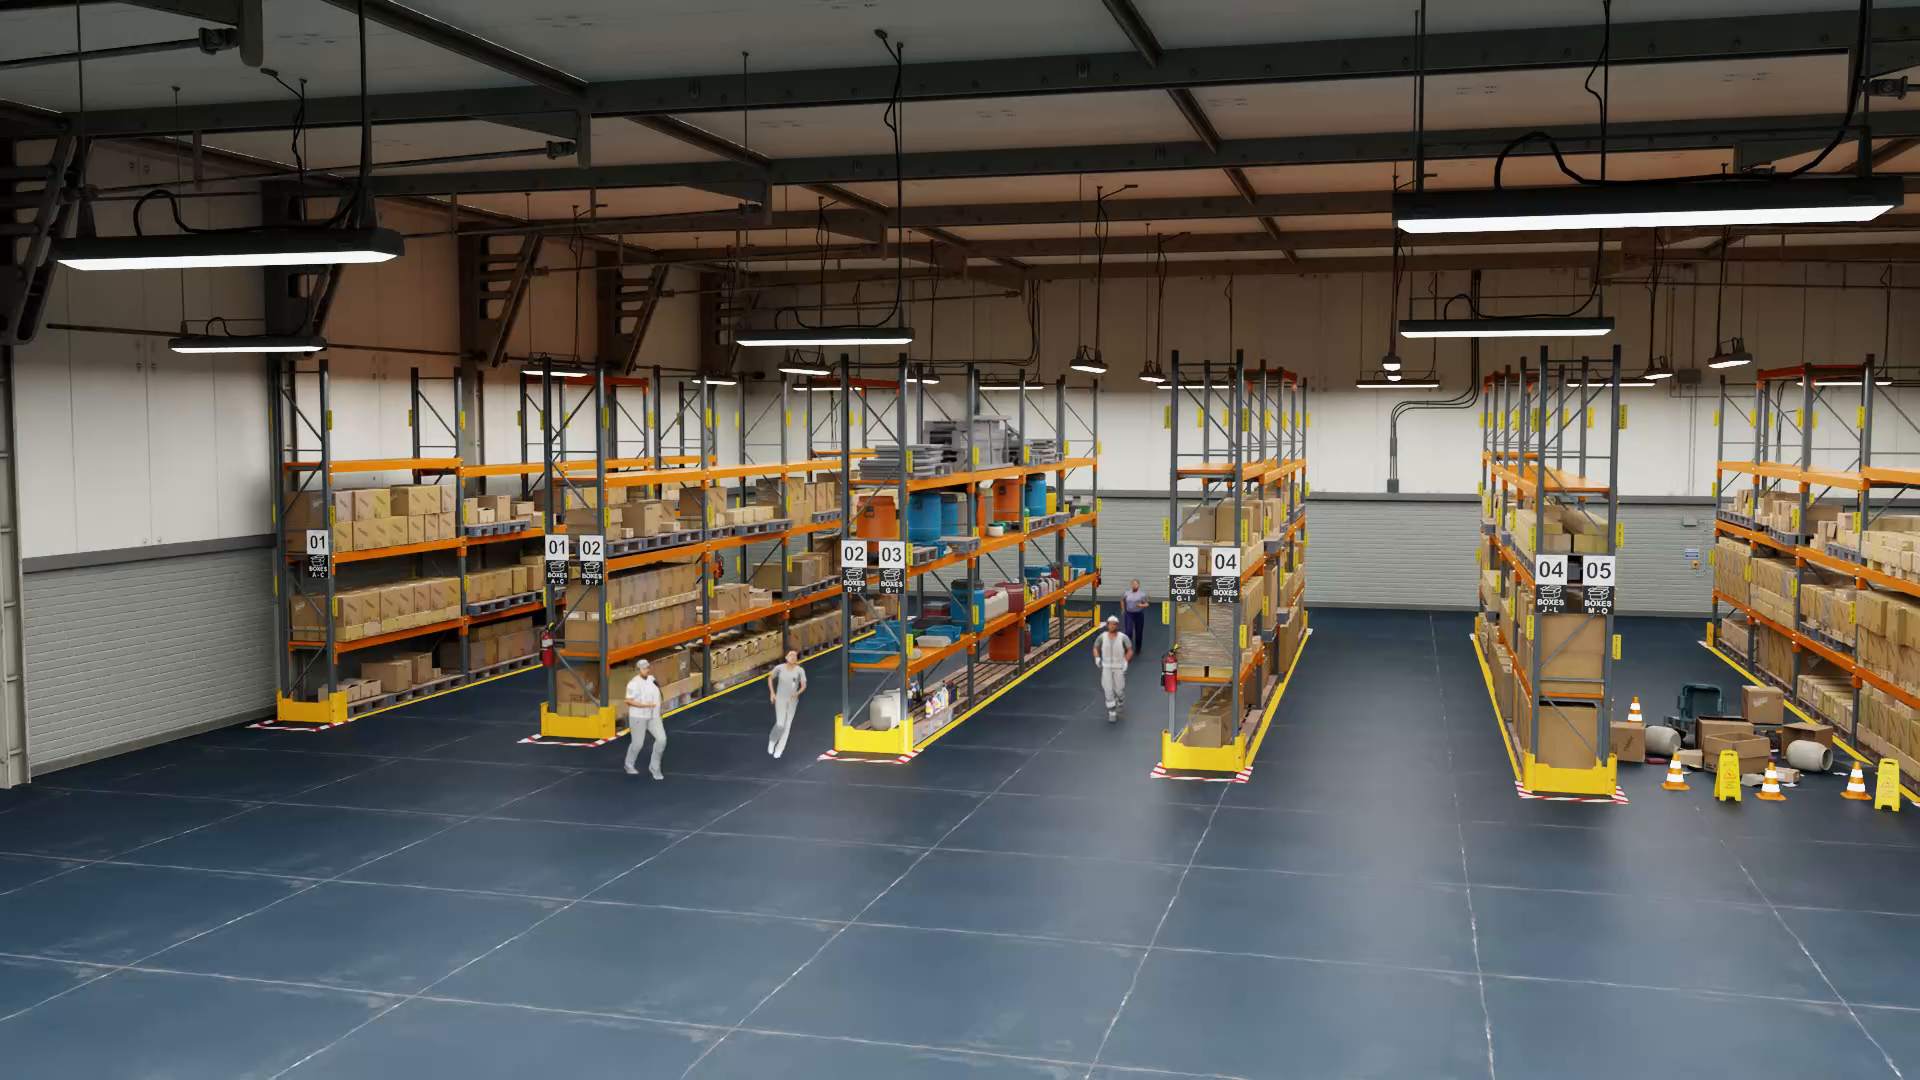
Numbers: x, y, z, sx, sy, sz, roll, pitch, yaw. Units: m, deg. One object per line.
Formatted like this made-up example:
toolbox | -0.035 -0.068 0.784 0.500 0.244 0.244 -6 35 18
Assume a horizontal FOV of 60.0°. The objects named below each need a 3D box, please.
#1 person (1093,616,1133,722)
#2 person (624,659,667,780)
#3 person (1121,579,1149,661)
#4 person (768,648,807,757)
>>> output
person | 2.538 2.134 27.741 0.666 1.751 0.596 1 4 12
person | -4.419 2.517 23.264 0.604 1.717 0.695 -4 6 -44
person | 3.669 1.670 34.943 0.580 1.709 0.770 0 4 4
person | -2.567 2.431 24.741 0.578 1.621 0.542 -1 4 -14
